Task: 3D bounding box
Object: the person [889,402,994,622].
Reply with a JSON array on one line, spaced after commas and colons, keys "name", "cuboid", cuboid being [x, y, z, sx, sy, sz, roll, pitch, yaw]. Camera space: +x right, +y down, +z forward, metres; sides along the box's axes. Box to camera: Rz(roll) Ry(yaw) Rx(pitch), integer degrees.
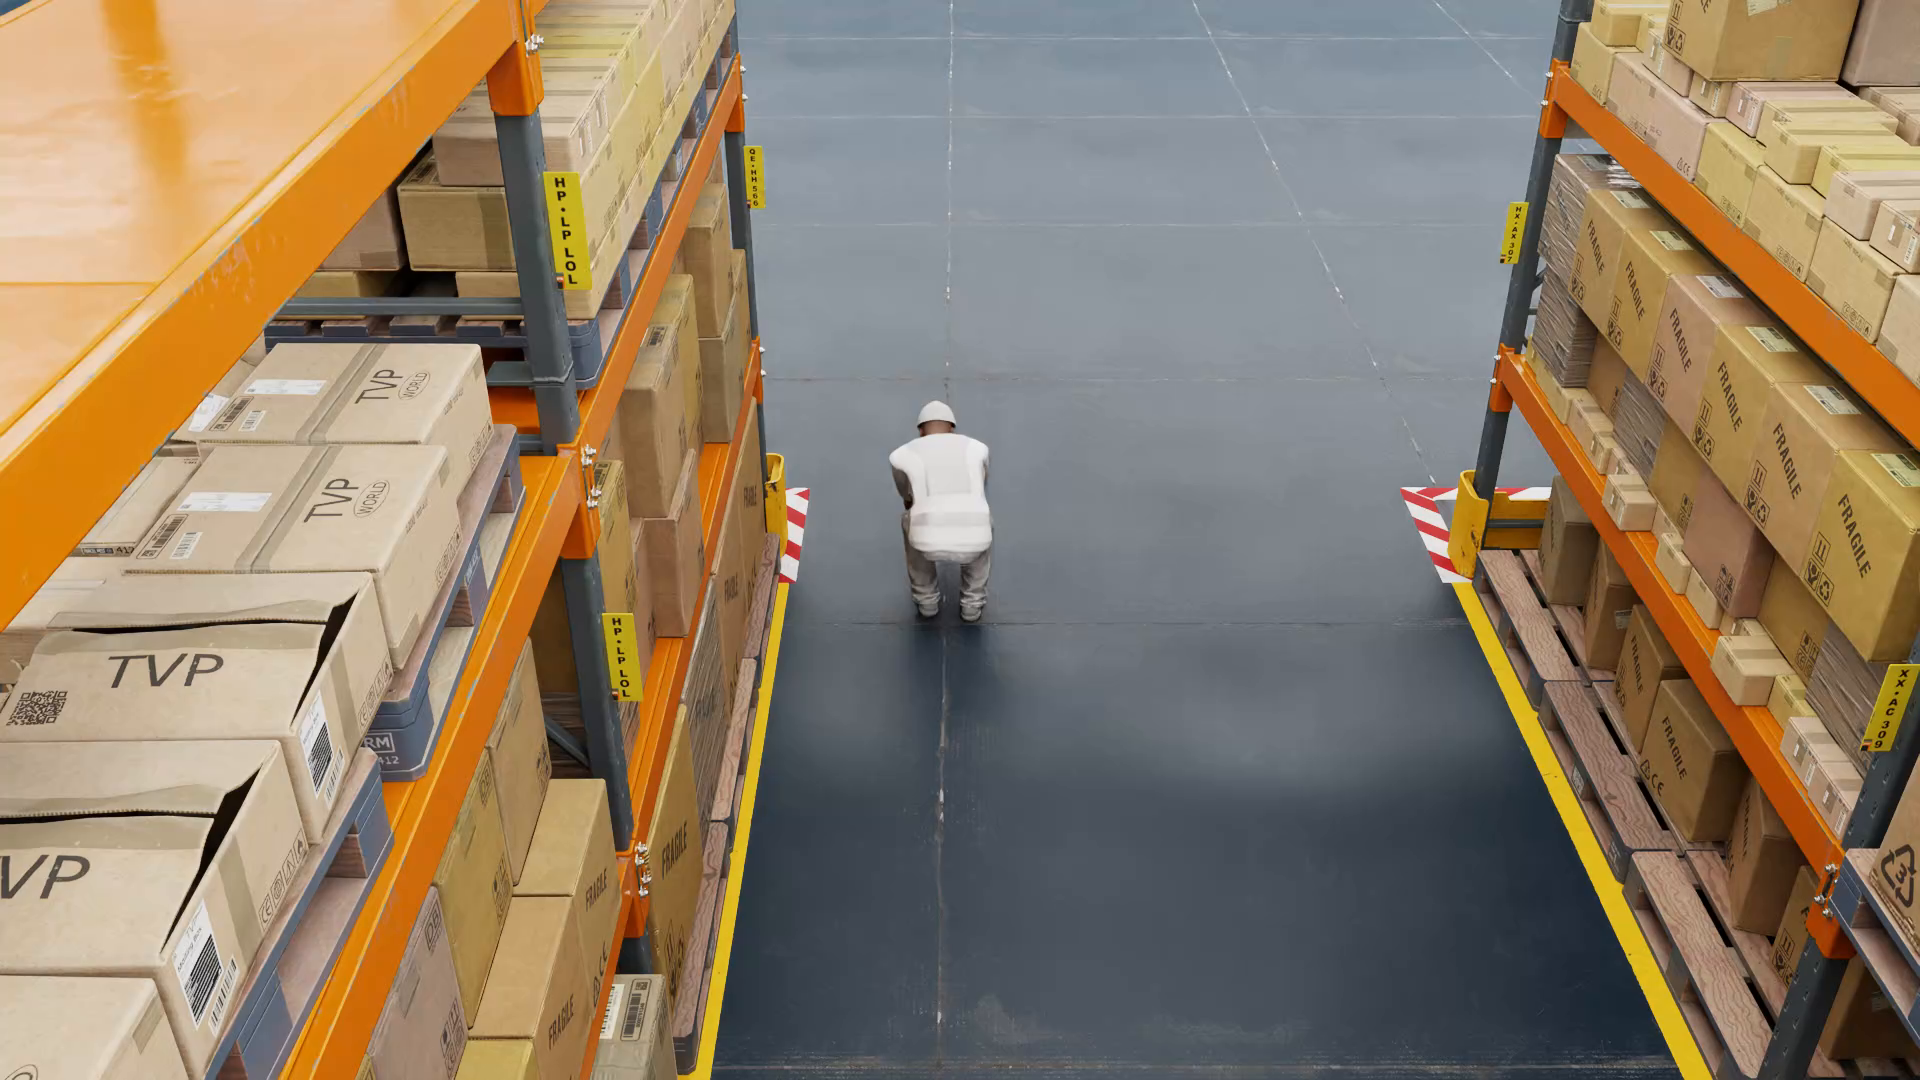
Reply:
[{"name": "person", "cuboid": [-0.094, -0.128, 8.894, 0.555, 1.001, 0.926, -1, 31, -2]}]
